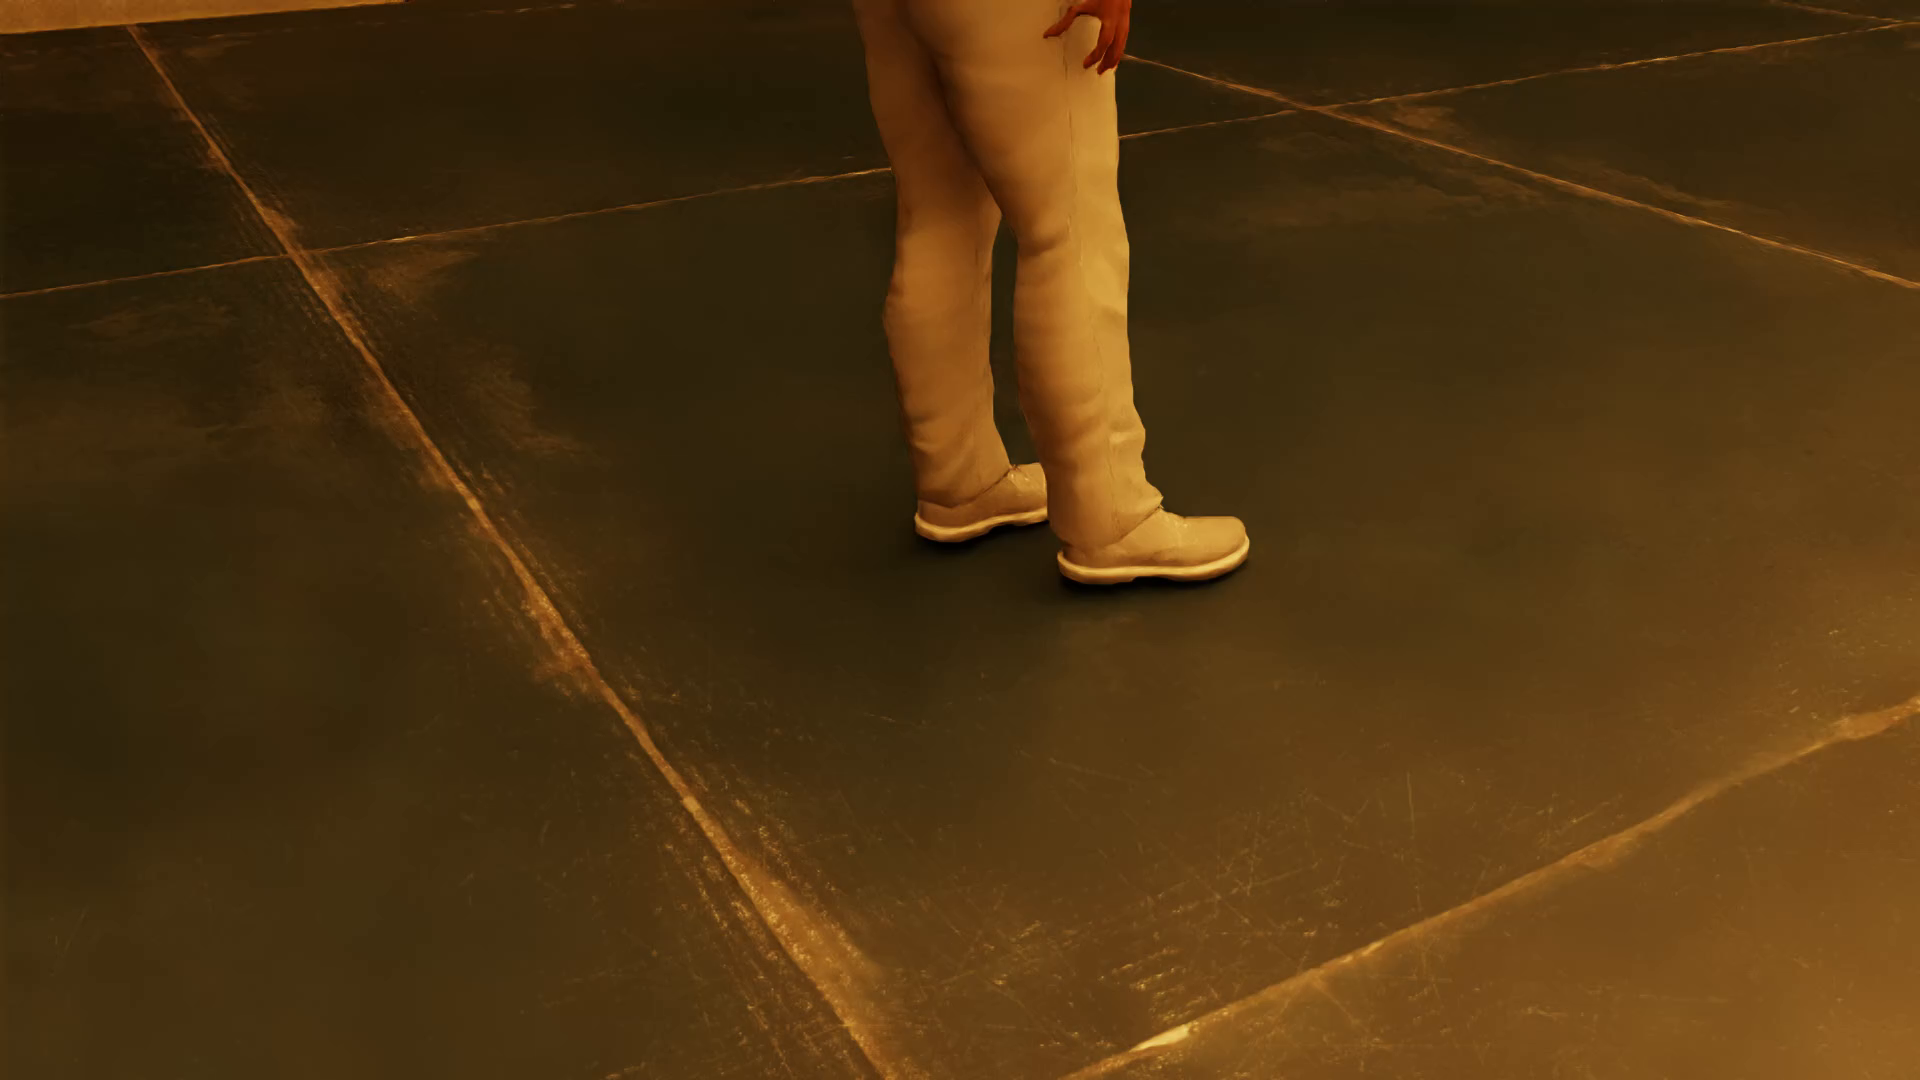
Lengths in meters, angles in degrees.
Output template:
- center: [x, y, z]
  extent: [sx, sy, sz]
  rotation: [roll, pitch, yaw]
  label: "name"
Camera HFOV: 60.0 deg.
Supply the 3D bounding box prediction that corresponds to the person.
- center: [0.075, -0.771, 2.132]
  extent: [0.529, 1.693, 0.570]
  rotation: [-15, 30, -26]
  label: "person"
